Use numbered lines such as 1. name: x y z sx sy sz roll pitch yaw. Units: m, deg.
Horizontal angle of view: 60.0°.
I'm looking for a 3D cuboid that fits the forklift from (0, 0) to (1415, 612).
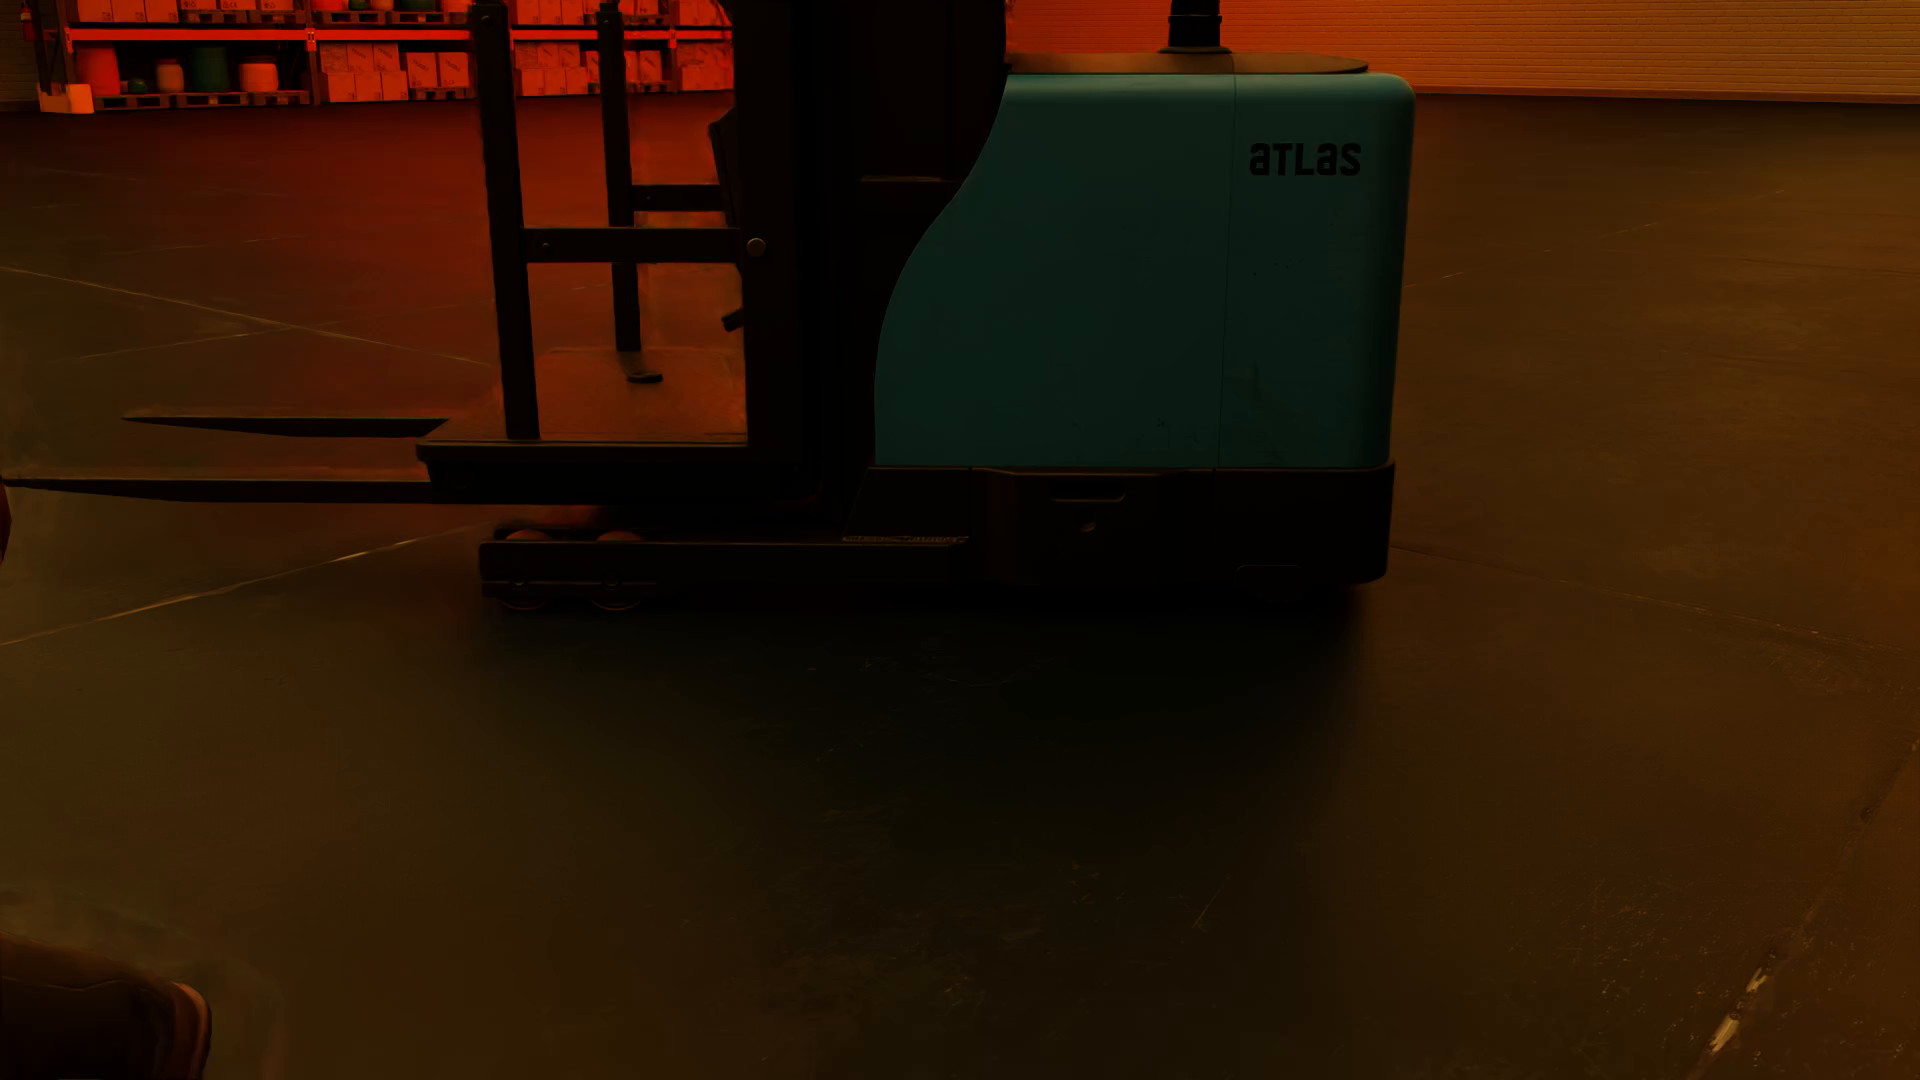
1. forklift: -0.611 -1.406 3.529 3.031 2.935 1.130 0 17 2
